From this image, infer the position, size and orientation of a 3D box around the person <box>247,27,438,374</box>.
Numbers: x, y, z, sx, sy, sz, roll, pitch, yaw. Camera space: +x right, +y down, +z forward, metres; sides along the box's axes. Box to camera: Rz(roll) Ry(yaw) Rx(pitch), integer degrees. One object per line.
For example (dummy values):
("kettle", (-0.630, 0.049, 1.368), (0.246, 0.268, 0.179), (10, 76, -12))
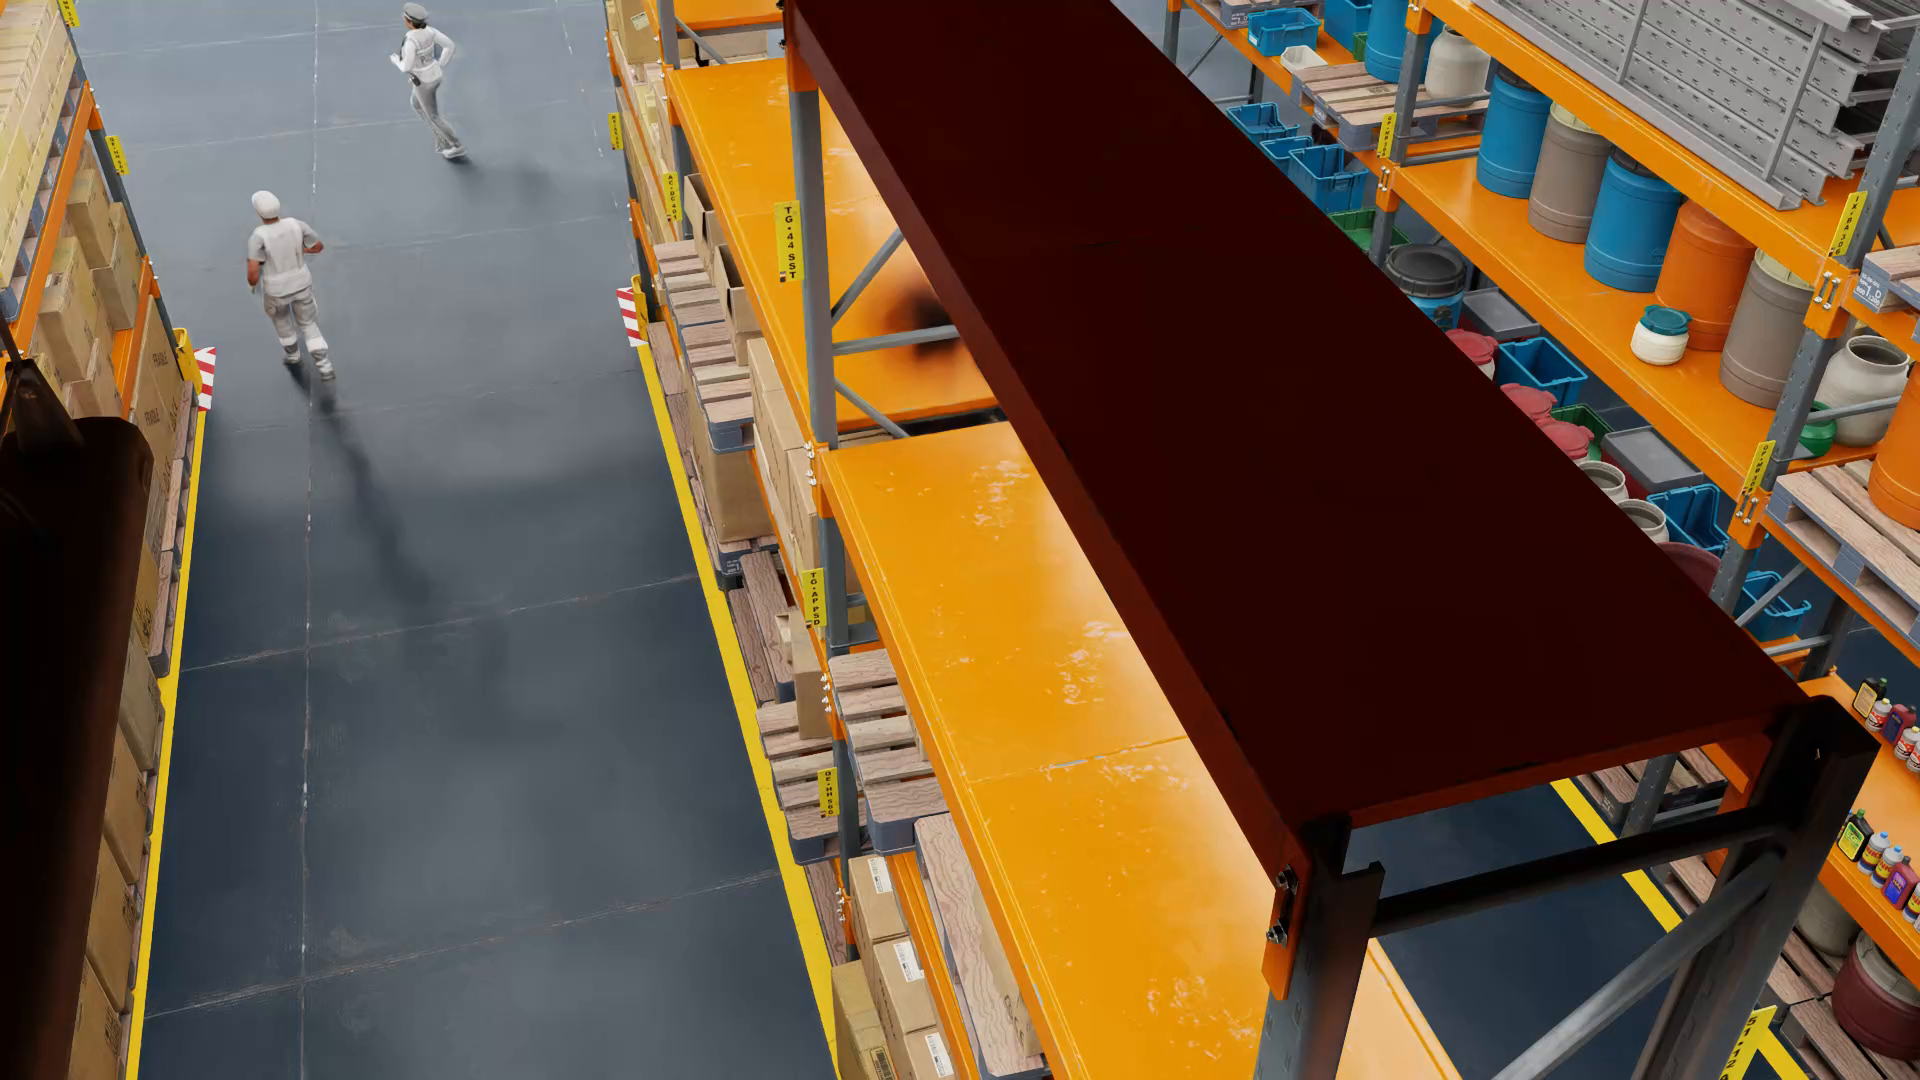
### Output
("person", (-5.649, -3.480, 15.682), (3.478, 1.692, 3.990), (-28, 46, -31))

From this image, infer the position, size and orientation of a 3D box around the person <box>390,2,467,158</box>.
("person", (-5.650, -4.842, 17.579), (0.685, 1.706, 0.579), (7, 39, 9))

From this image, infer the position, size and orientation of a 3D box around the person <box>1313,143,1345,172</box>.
("person", (3.739, -3.953, 16.374), (0.704, 1.671, 0.511), (-10, 40, -13))
